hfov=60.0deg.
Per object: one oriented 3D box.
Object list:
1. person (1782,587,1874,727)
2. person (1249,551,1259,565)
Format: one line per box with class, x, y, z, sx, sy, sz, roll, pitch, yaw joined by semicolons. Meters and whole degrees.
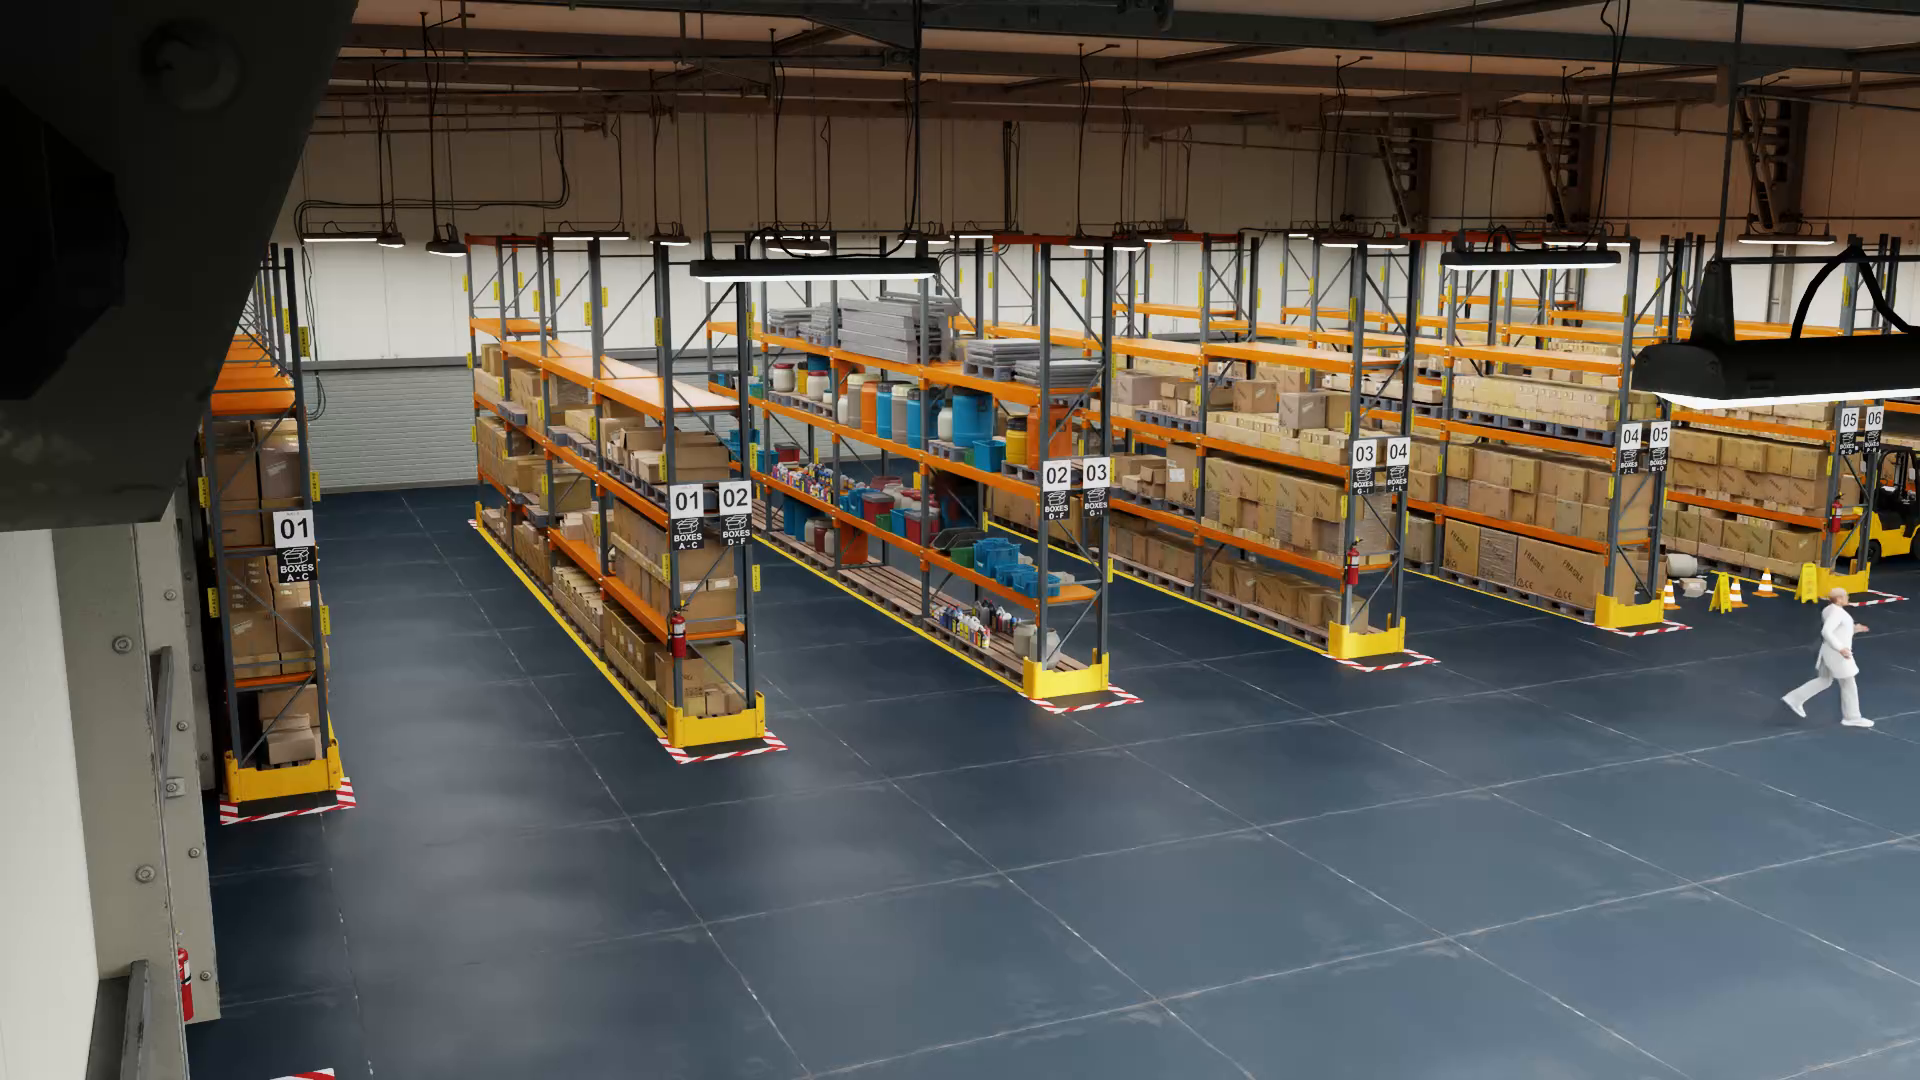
person;10.963;1.453;20.858;1.061;1.753;0.708;2;11;9
person;5.378;-0.417;30.688;0.659;1.759;0.675;-5;12;-25
